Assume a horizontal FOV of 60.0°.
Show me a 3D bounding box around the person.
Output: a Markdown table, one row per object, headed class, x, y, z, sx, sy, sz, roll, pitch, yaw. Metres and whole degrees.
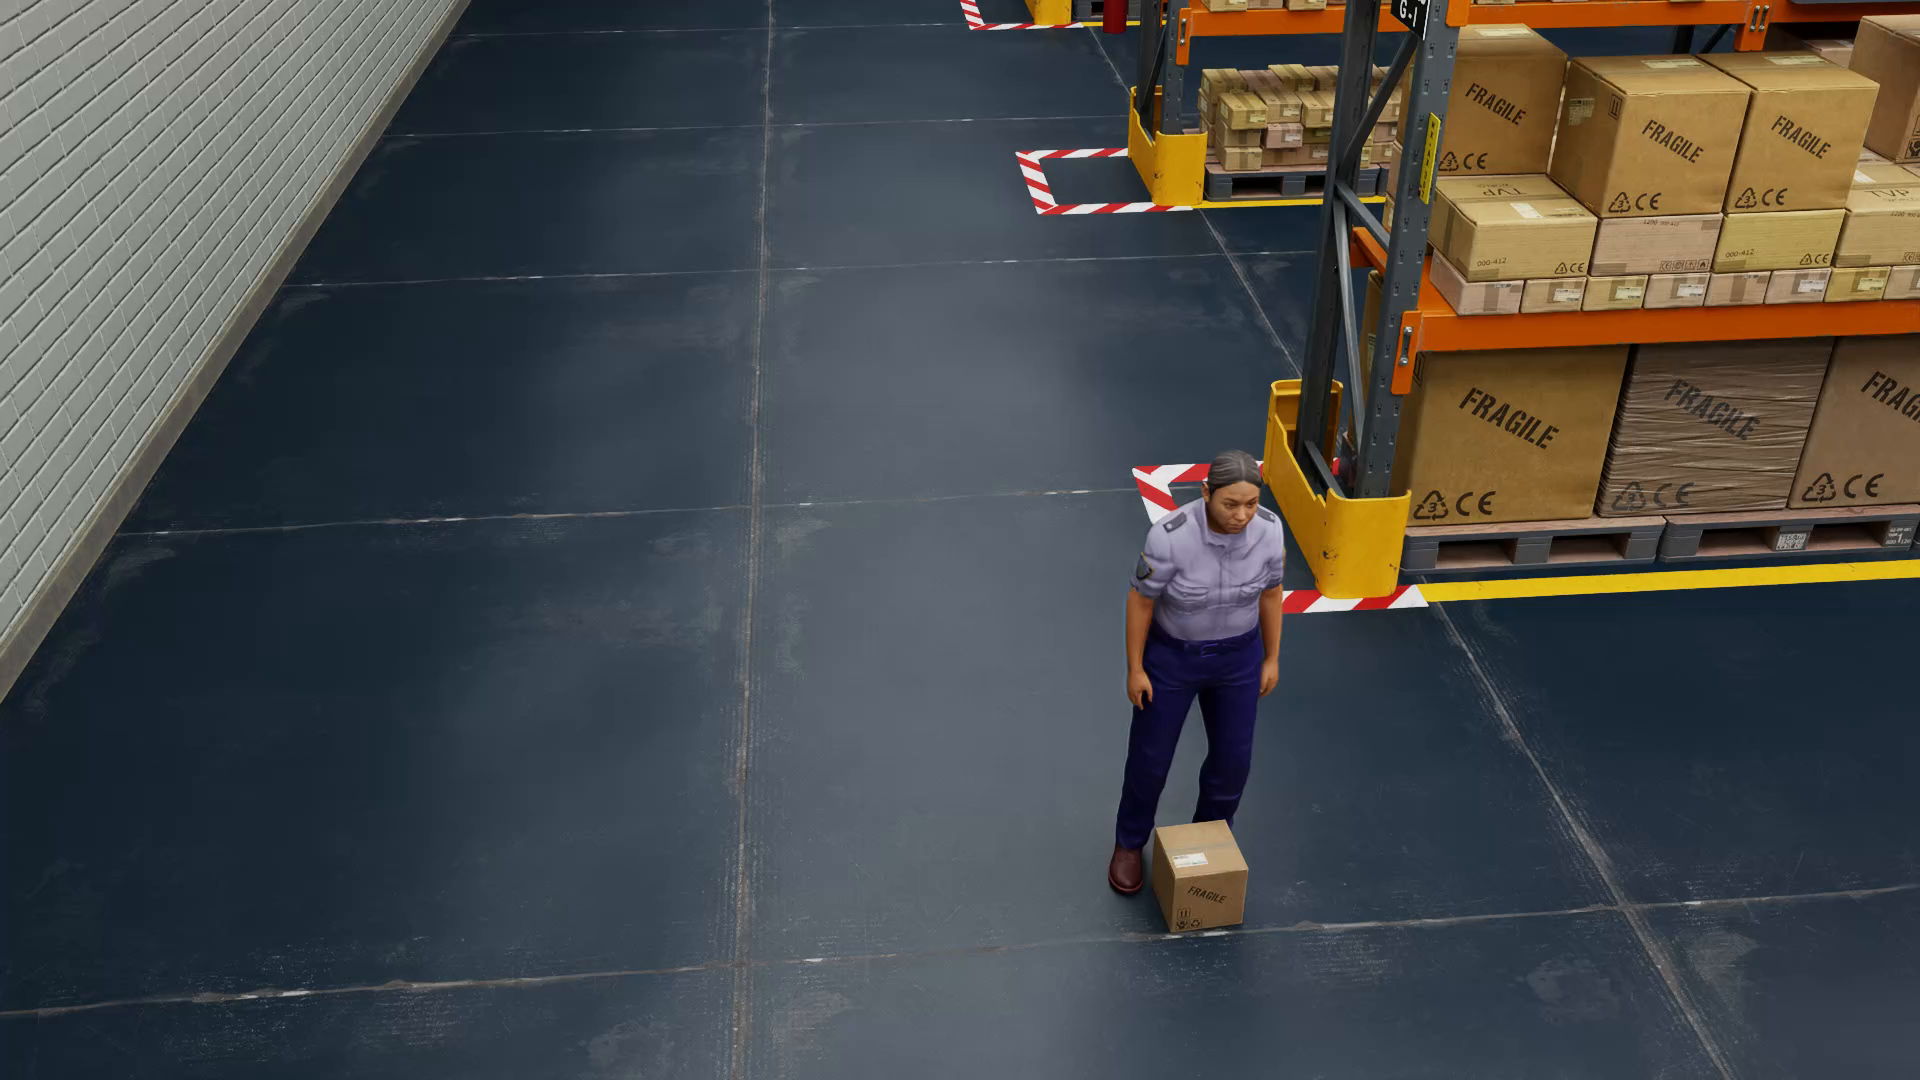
| class | x | y | z | sx | sy | sz | roll | pitch | yaw |
| --- | --- | --- | --- | --- | --- | --- | --- | --- | --- |
| person | 0.788 | 0.435 | 5.426 | 0.562 | 1.651 | 0.392 | -5 | 32 | -8 |
